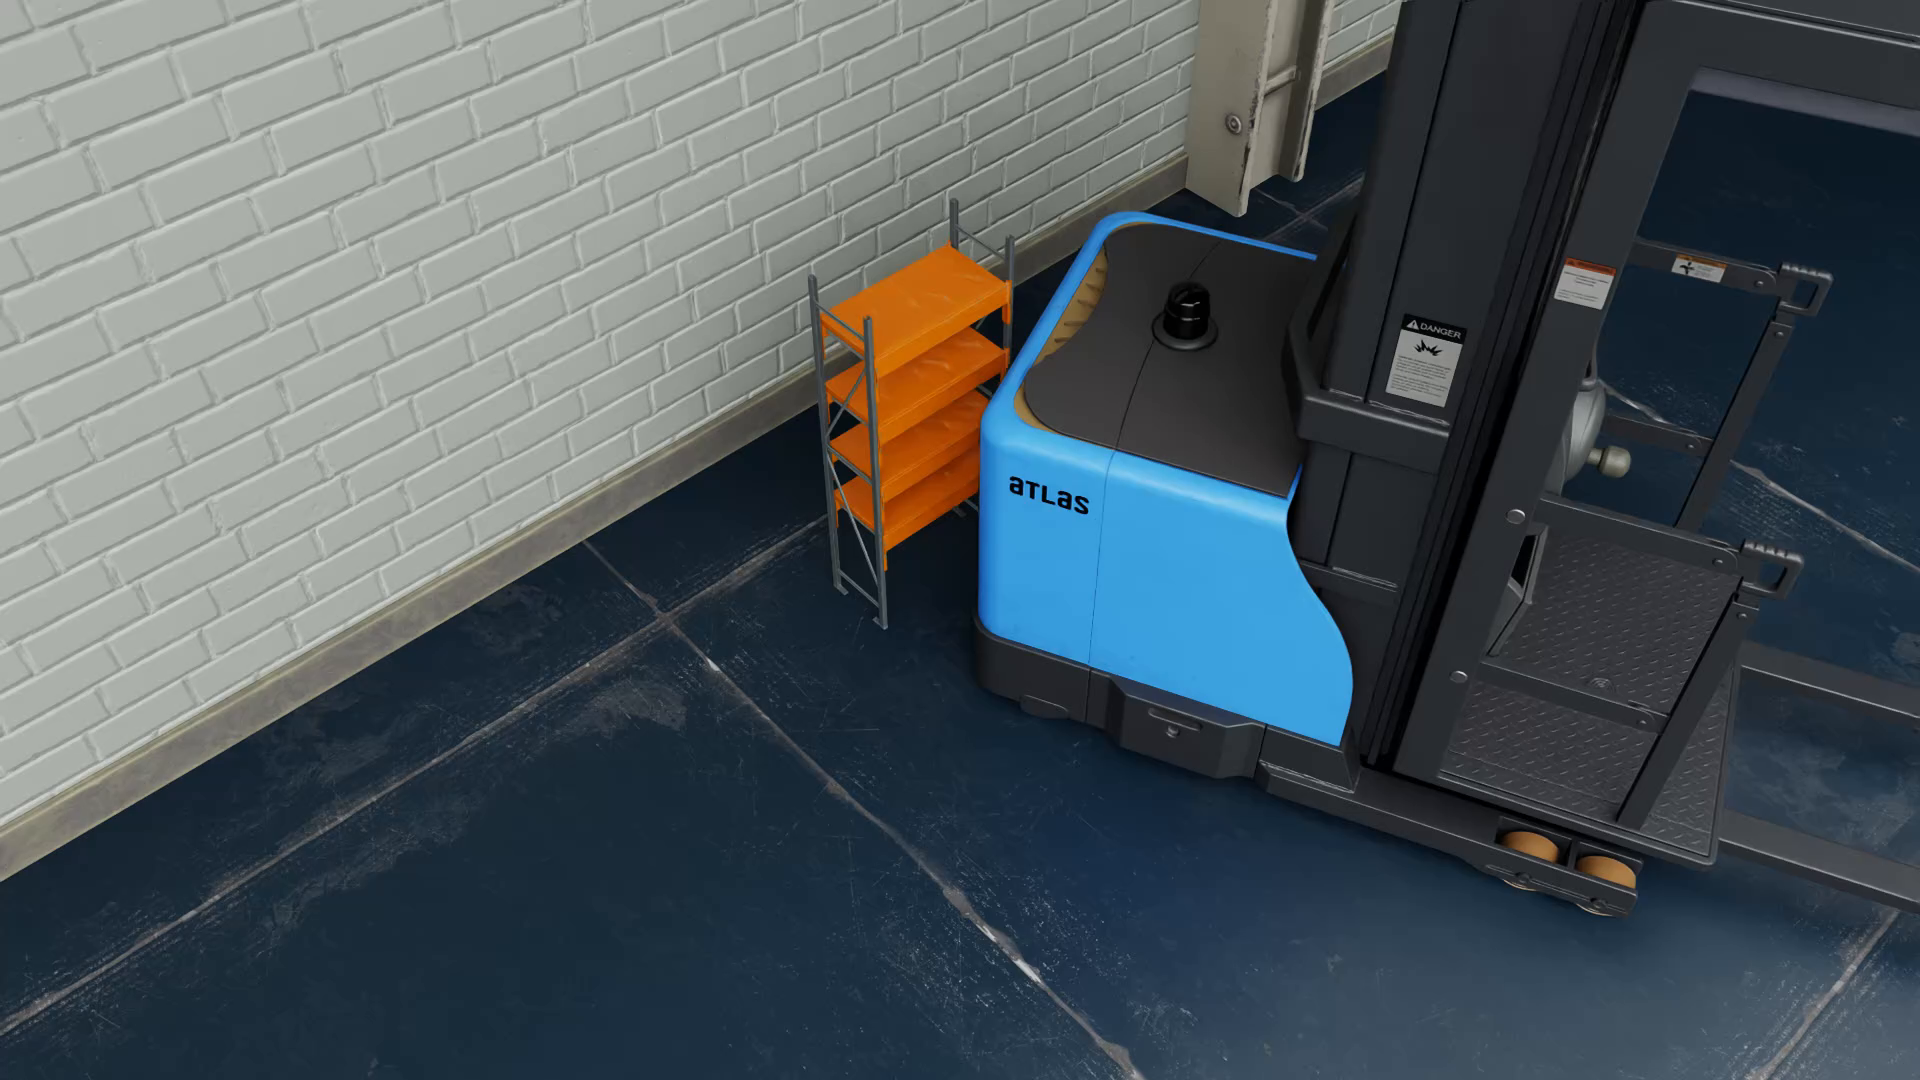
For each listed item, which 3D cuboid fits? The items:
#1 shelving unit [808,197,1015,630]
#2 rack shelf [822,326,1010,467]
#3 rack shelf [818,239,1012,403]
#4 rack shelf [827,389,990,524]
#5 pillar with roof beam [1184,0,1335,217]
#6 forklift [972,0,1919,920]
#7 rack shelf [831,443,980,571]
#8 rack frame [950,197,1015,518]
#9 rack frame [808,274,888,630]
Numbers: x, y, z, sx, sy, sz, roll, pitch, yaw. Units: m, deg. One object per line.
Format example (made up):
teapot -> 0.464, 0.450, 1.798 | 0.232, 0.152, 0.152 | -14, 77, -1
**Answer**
shelving unit -> -0.122, -0.325, 4.733 | 0.503, 1.200, 0.258 | -34, 56, -27
rack shelf -> -0.122, -0.431, 4.619 | 0.480, 0.148, 0.258 | -34, 56, -27
rack shelf -> -0.122, -0.591, 4.445 | 0.480, 0.148, 0.258 | -34, 56, -27
rack shelf -> -0.122, -0.279, 4.783 | 0.480, 0.148, 0.258 | -34, 56, -27
pillar with roof beam -> 4.006, -2.131, 1.093 | 0.400, 9.000, 9.100 | -34, 56, -27
forklift -> 1.602, -0.462, 3.682 | 3.031, 2.935, 1.130 | 17, 50, 15
rack shelf -> -0.122, -0.145, 4.929 | 0.480, 0.148, 0.258 | -34, 56, -27
rack frame -> 0.058, -0.446, 4.845 | 0.015, 1.200, 0.240 | -34, 56, -27
rack frame -> -0.303, -0.204, 4.622 | 0.015, 1.200, 0.240 | -34, 56, -27
